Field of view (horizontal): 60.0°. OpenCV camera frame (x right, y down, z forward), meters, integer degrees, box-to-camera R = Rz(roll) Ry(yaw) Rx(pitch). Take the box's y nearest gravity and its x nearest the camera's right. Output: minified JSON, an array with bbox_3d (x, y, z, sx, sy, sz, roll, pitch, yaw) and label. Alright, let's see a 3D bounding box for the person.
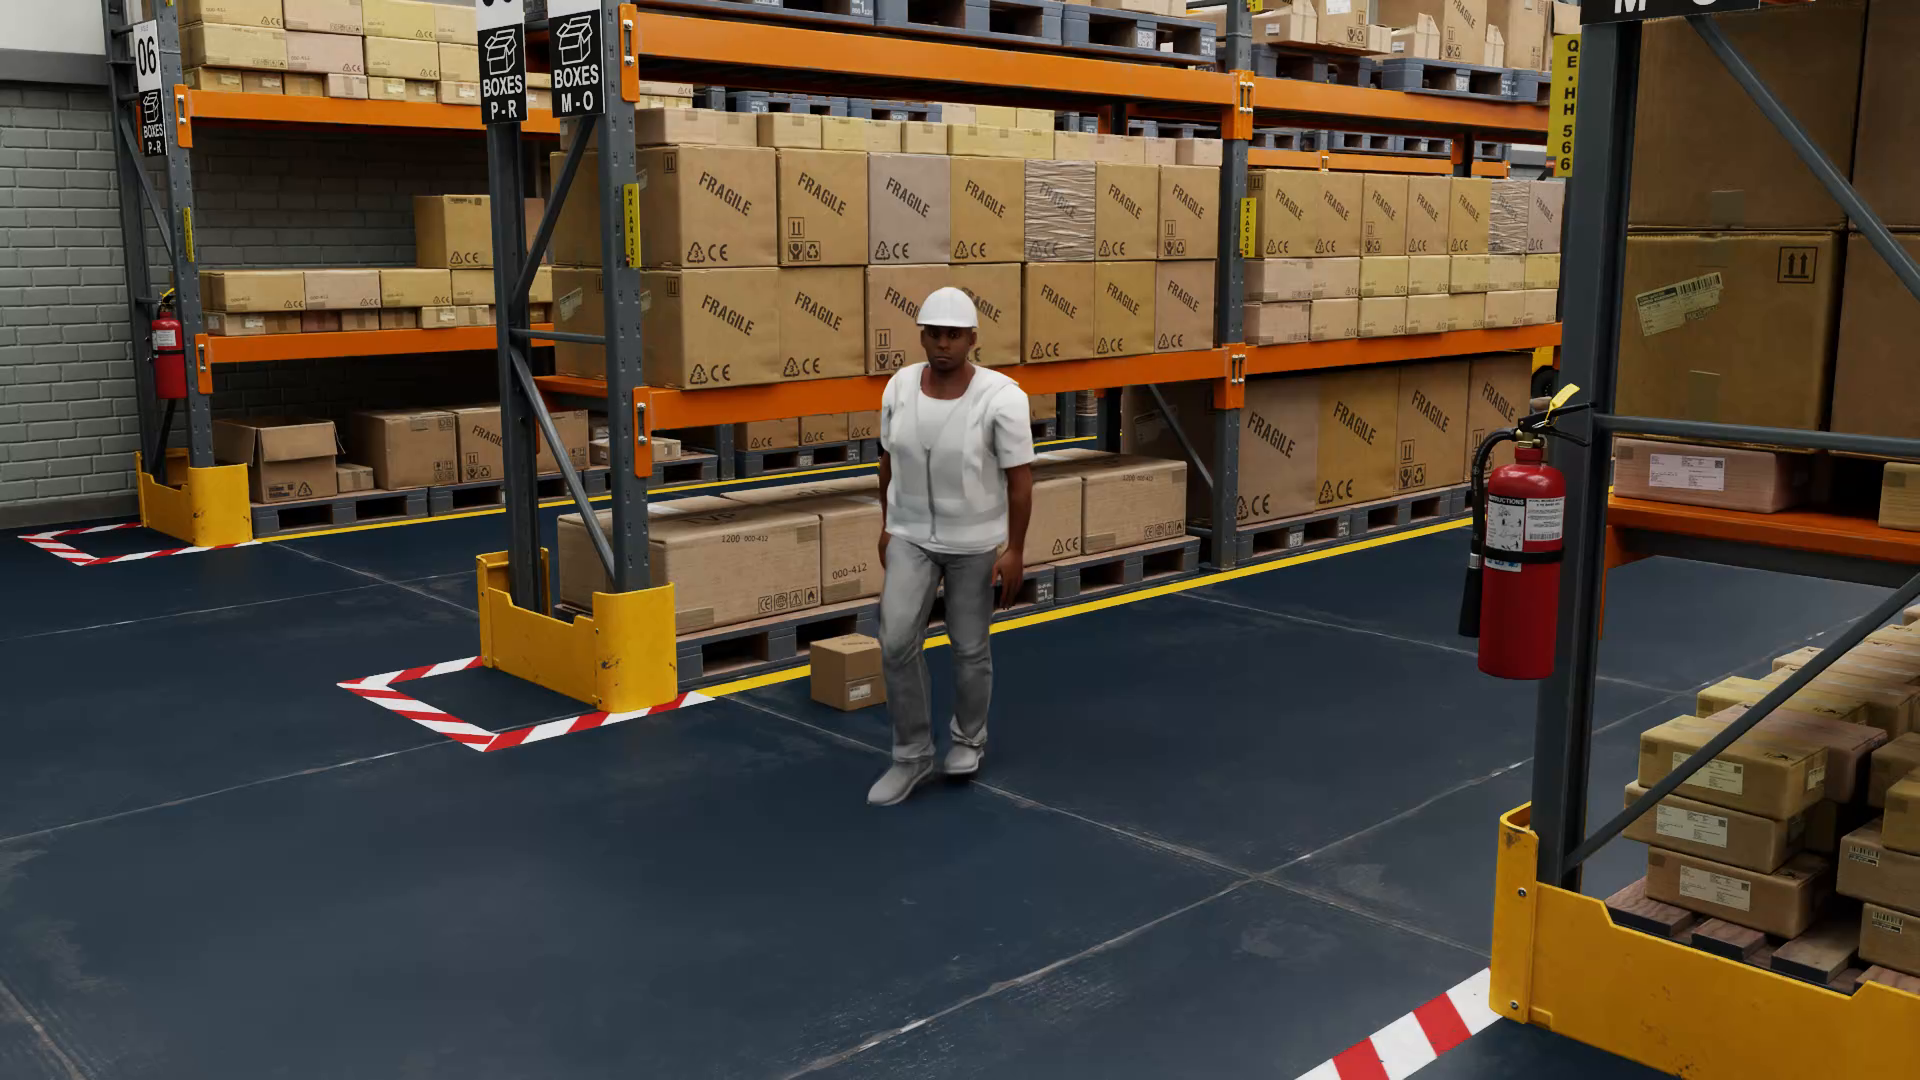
[{"bbox_3d":[-0.030,0.019,5.782,0.602,1.784,0.570,3,11,15],"label":"person"}]
